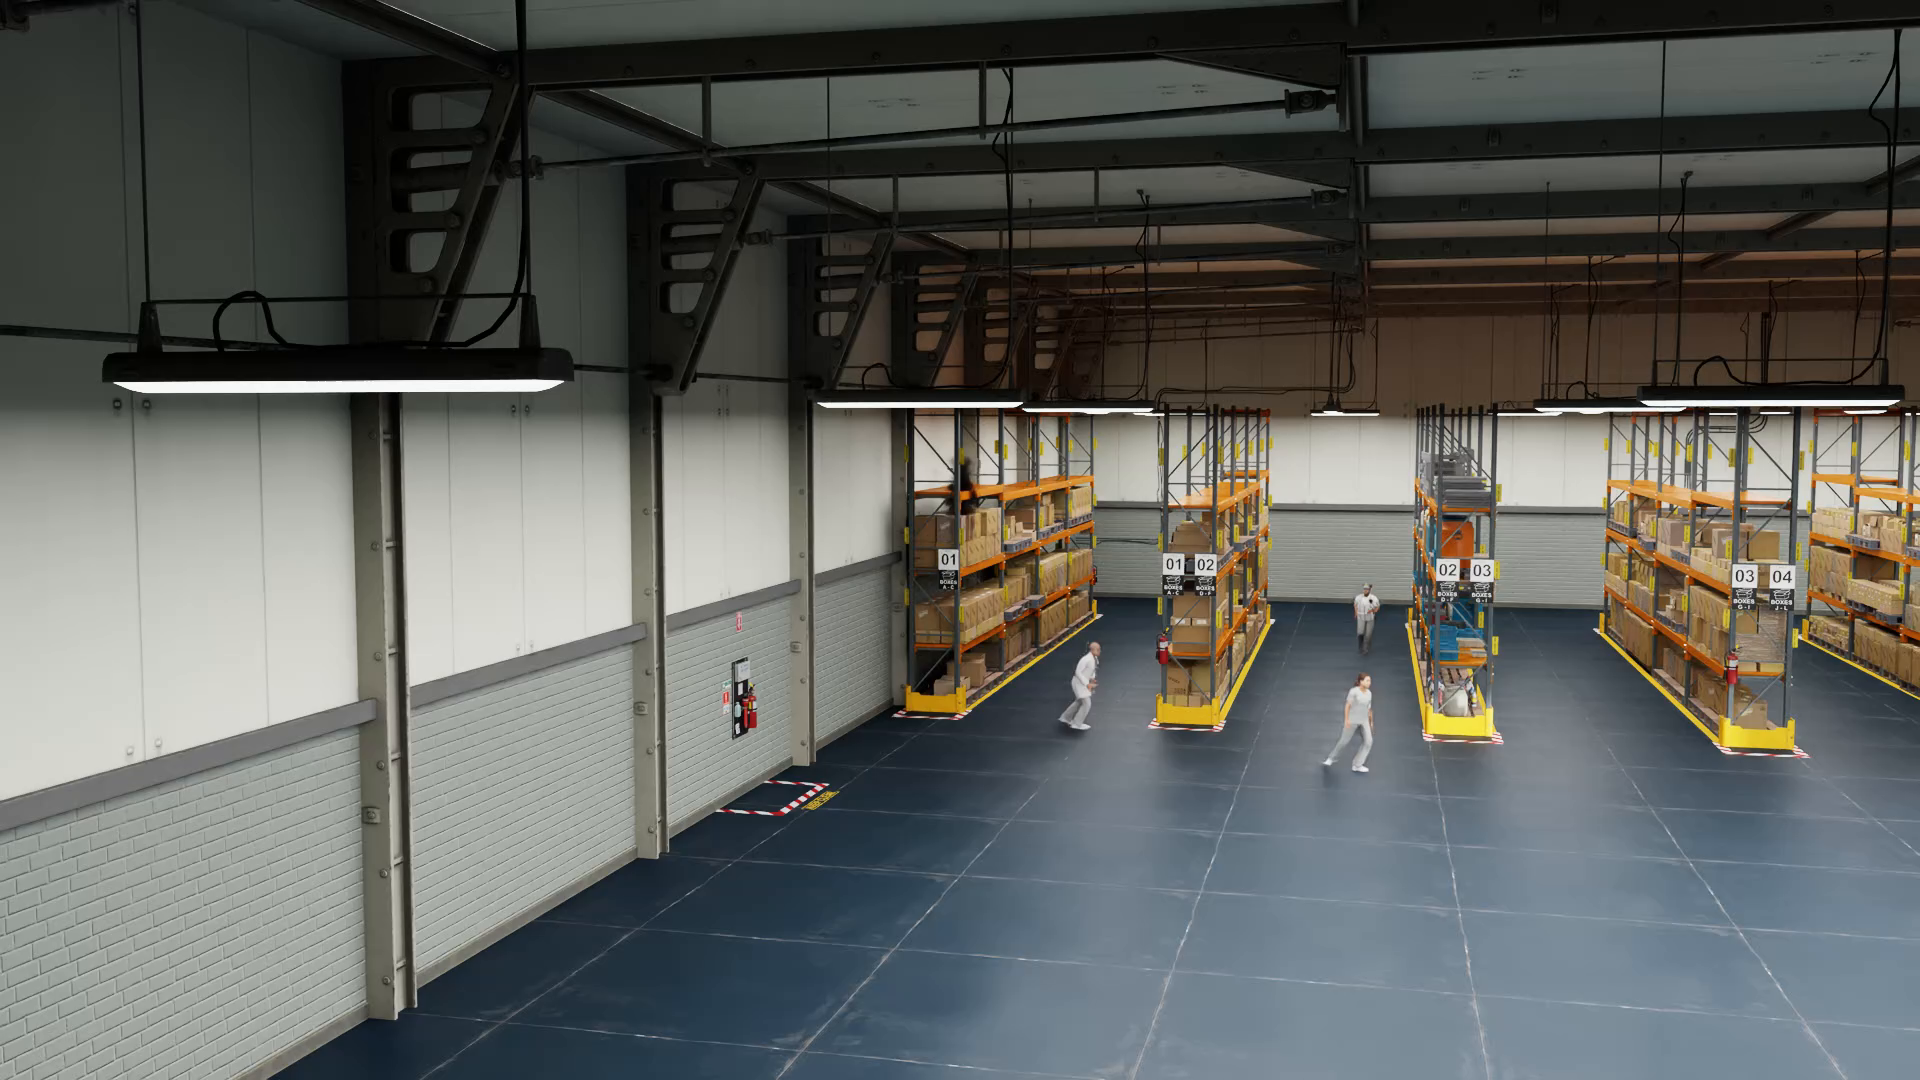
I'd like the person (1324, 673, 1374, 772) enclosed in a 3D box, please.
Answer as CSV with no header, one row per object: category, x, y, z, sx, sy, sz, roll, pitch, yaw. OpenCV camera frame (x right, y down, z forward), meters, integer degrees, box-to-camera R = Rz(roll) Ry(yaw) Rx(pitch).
person,6.383,2.941,27.095,0.702,1.596,0.740,-1,4,-19

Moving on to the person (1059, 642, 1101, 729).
person,2.209,2.672,30.673,0.873,1.640,0.739,2,4,22

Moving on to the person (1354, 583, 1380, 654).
person,9.823,1.909,40.239,0.636,1.747,0.659,1,4,20
